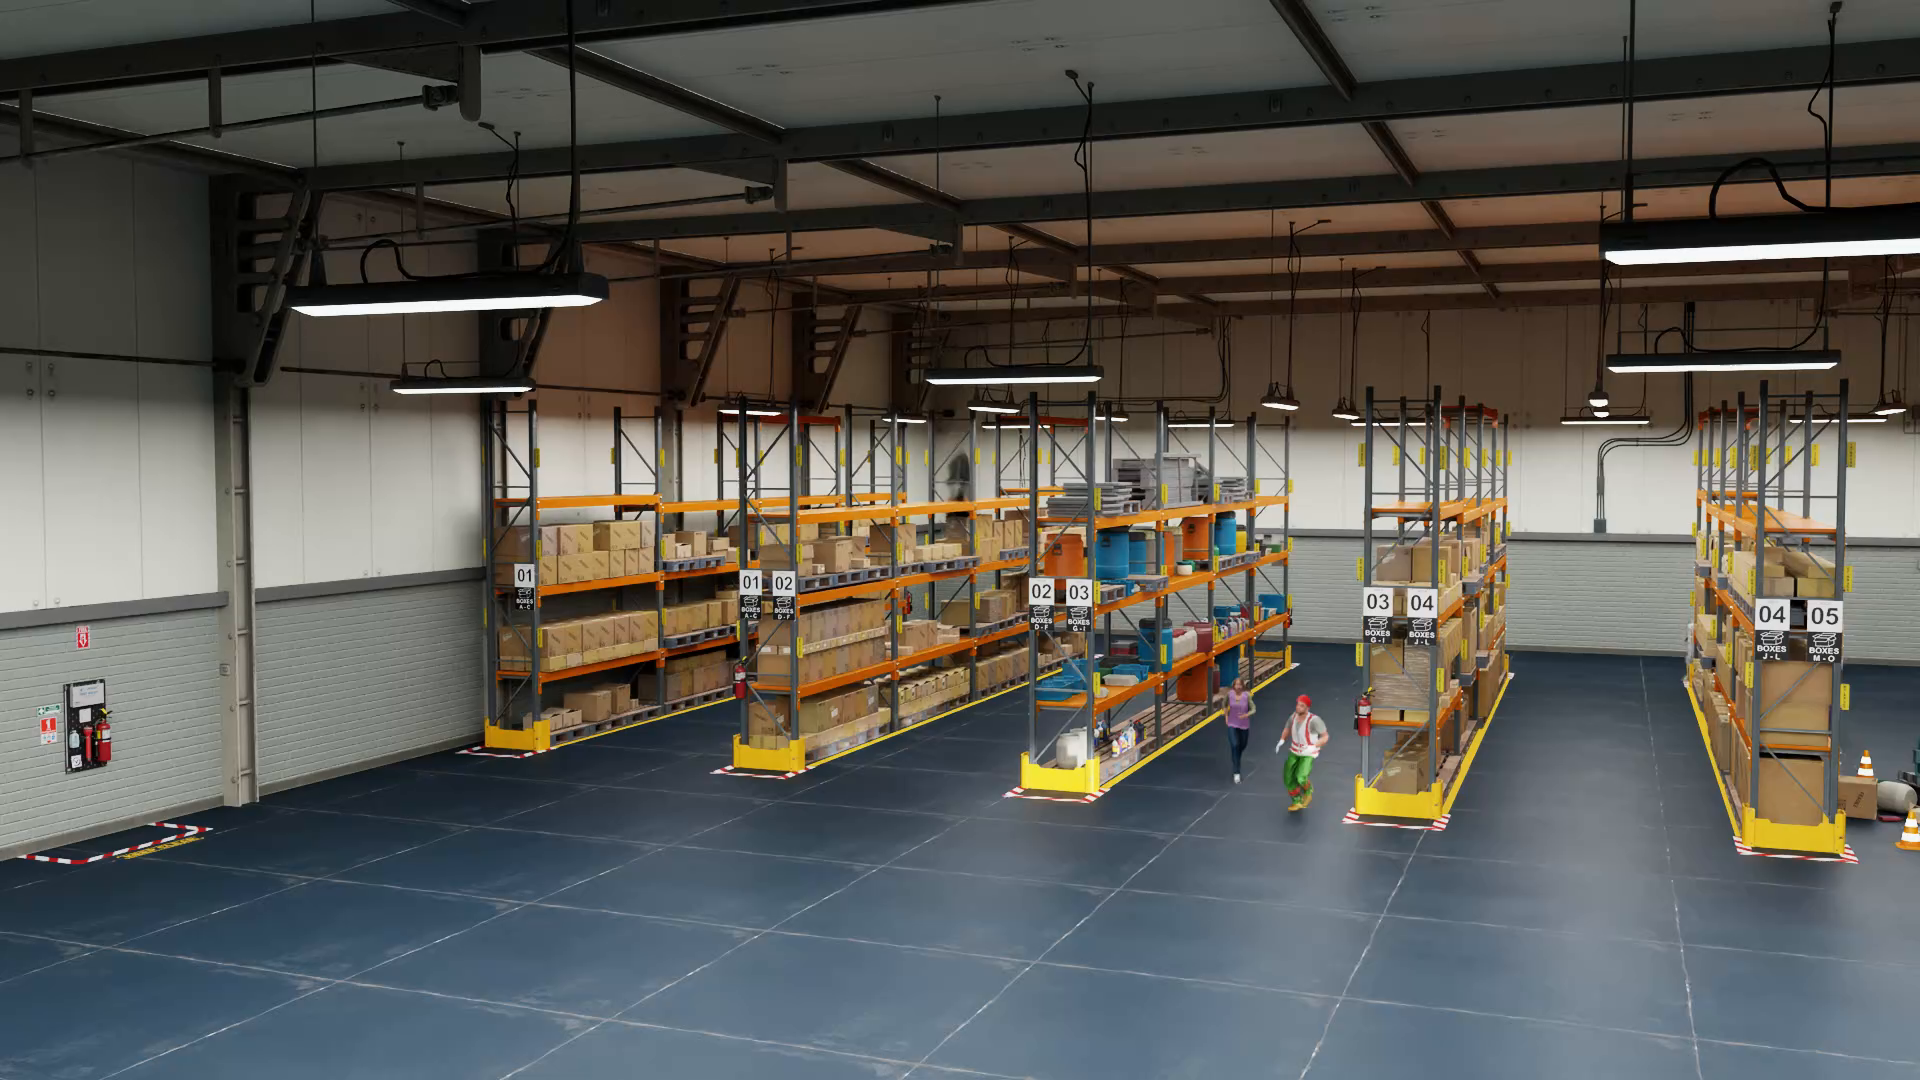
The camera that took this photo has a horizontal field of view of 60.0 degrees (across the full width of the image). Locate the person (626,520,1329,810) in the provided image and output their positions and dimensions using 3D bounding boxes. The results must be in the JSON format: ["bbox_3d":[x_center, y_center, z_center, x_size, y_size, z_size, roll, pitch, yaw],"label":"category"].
[{"bbox_3d":[-0.678,1.747,27.552,14.521,3.817,1.578,2,4,41],"label":"person"}]

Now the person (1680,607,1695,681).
[{"bbox_3d":[16.583,2.355,37.339,0.713,1.701,0.496,0,3,-4],"label":"person"}]

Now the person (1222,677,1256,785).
[{"bbox_3d":[4.357,2.937,25.969,0.495,1.615,1.017,0,3,2],"label":"person"}]
